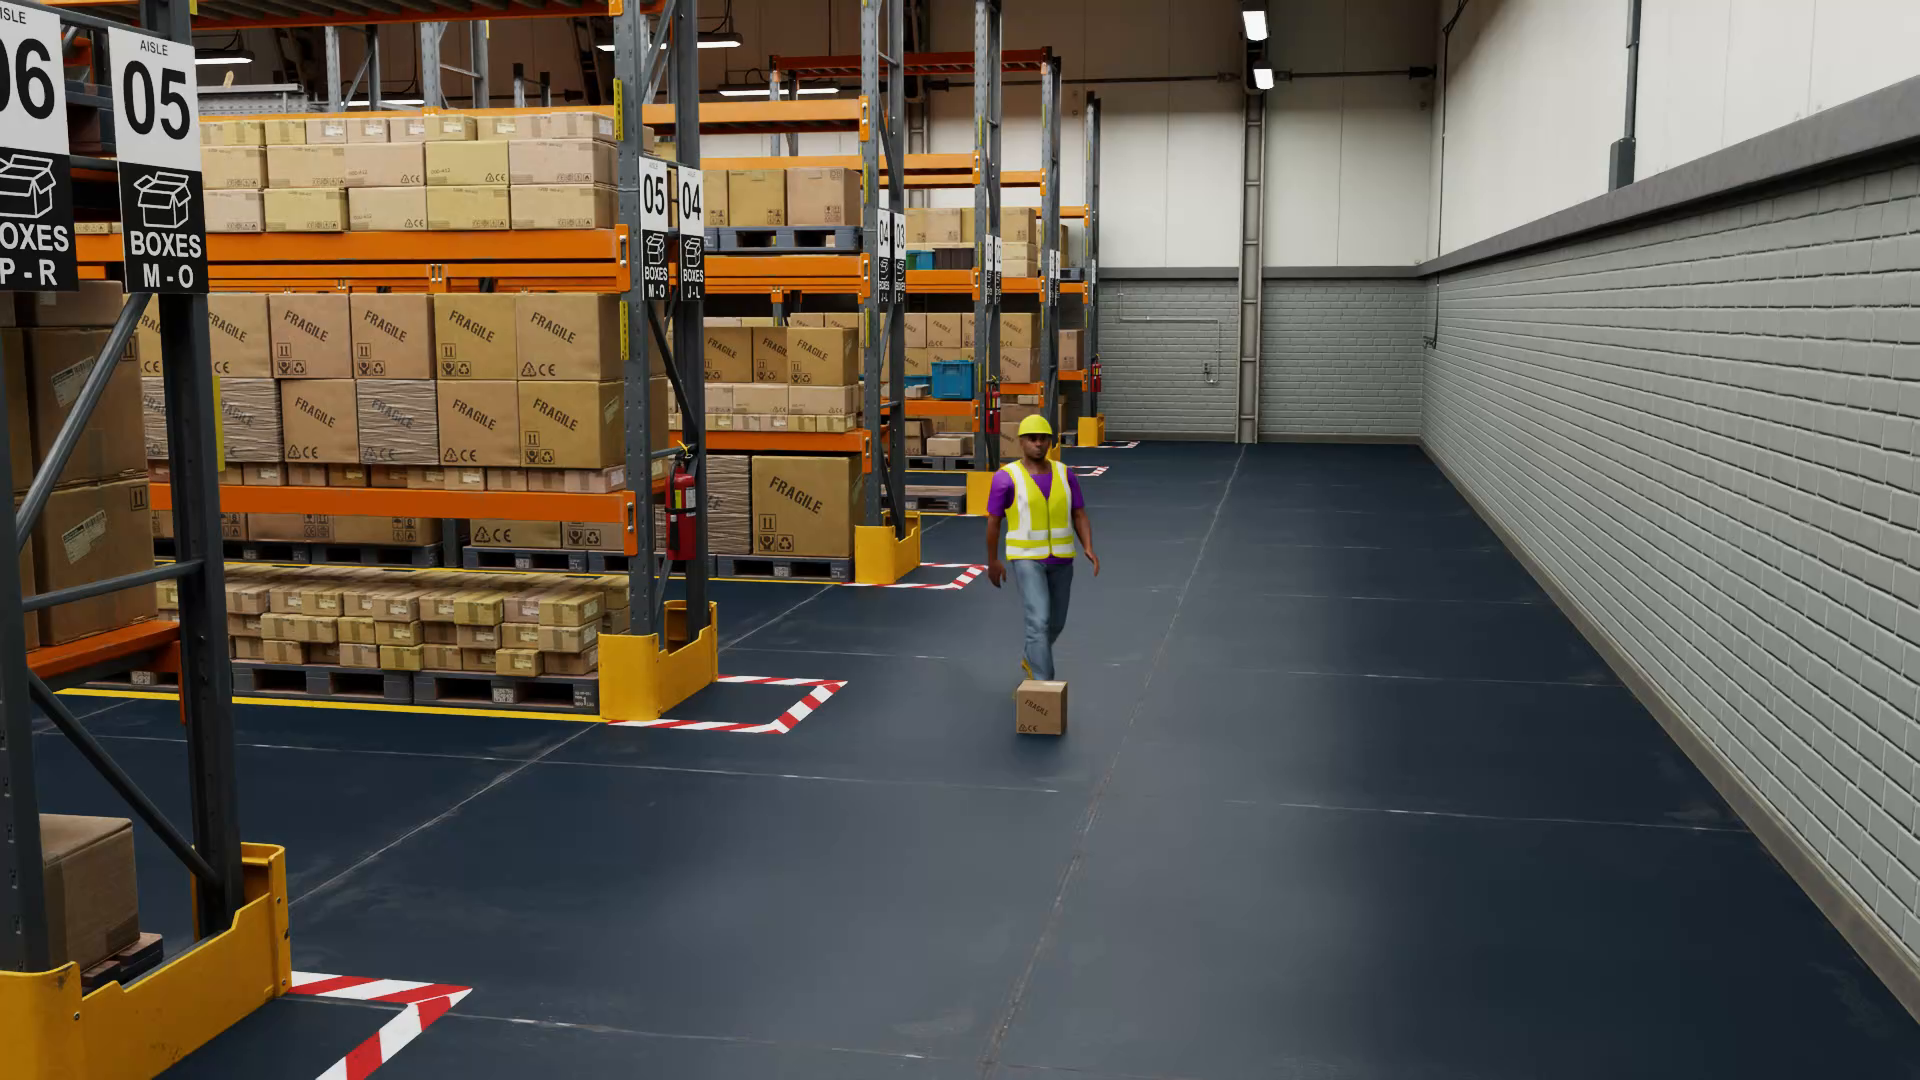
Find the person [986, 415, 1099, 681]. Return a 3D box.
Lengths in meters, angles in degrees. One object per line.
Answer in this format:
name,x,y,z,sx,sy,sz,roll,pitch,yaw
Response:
person,0.503,0.118,9.942,0.581,1.724,1.012,-3,9,-22
